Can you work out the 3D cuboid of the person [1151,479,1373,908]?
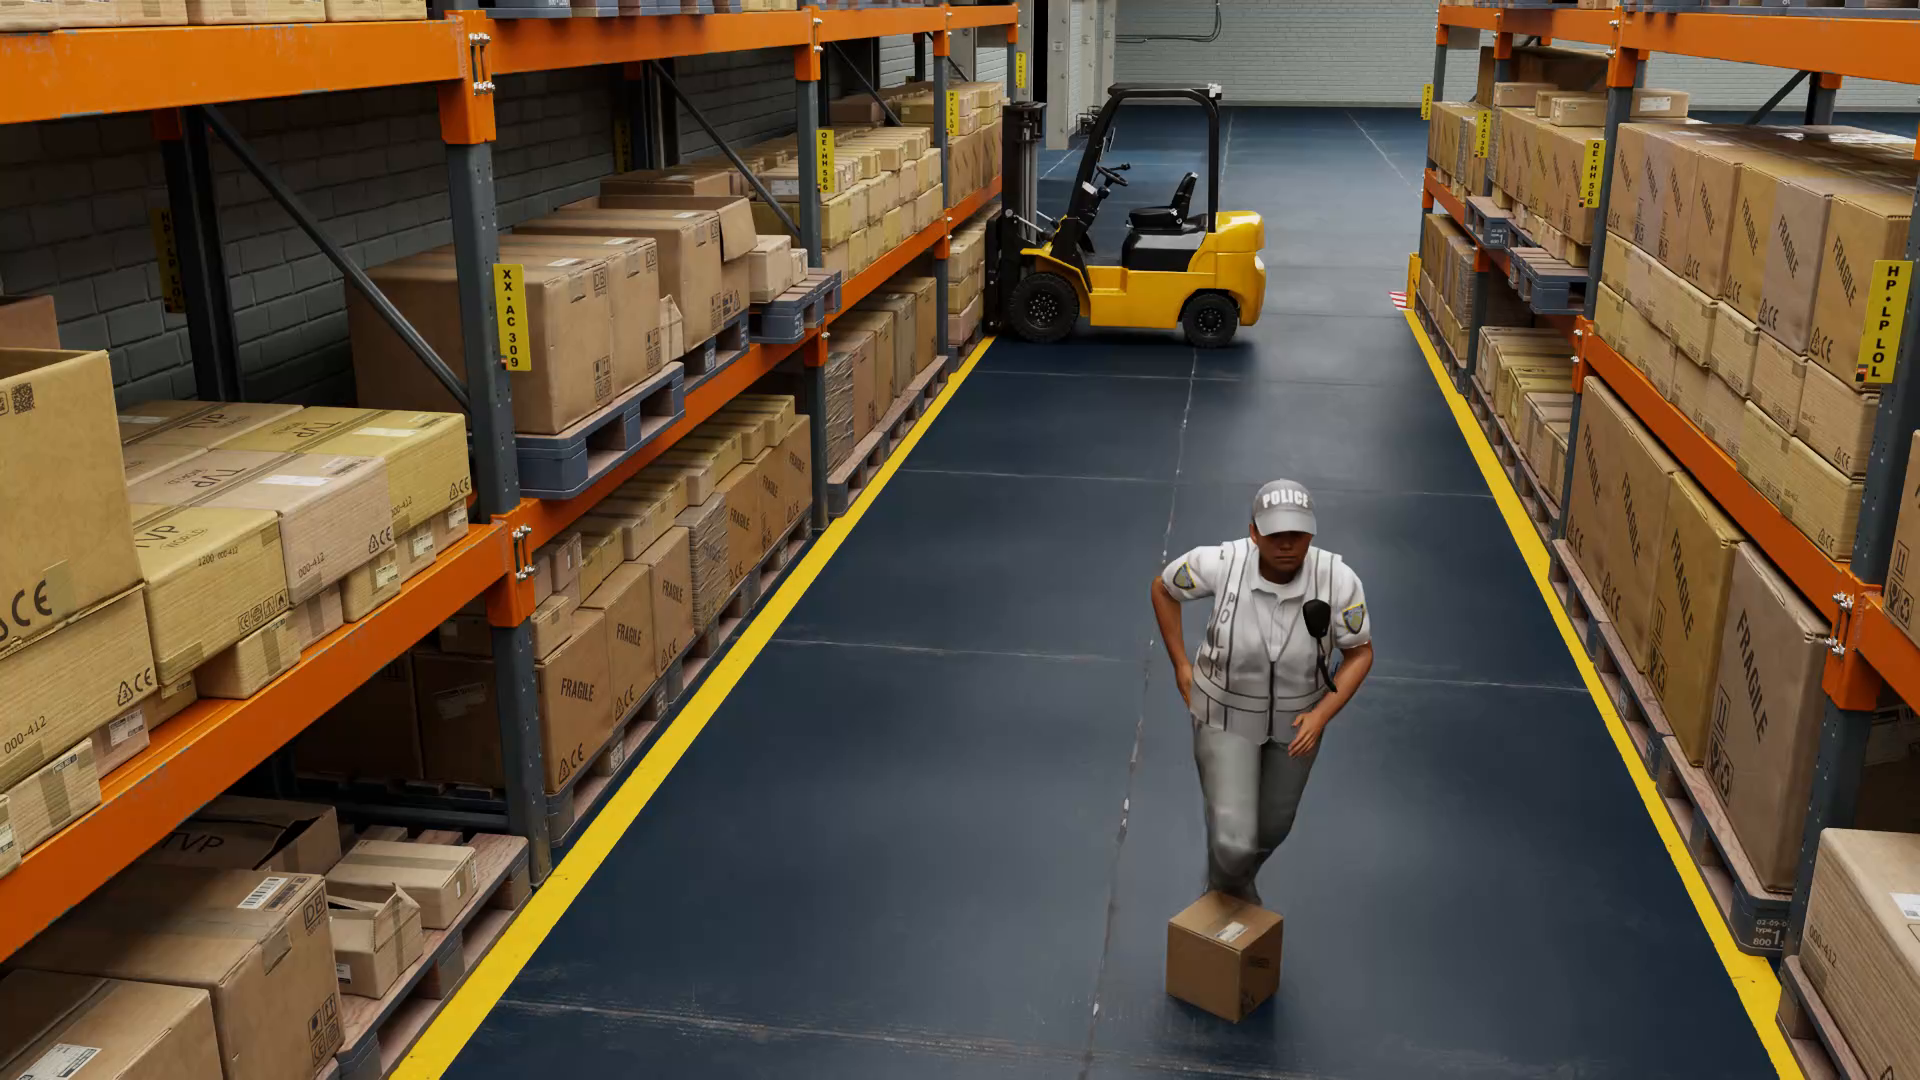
[{"bbox_3d":[0.886,0.524,5.032,0.622,1.576,0.775,0,18,-1],"label":"person"}]
